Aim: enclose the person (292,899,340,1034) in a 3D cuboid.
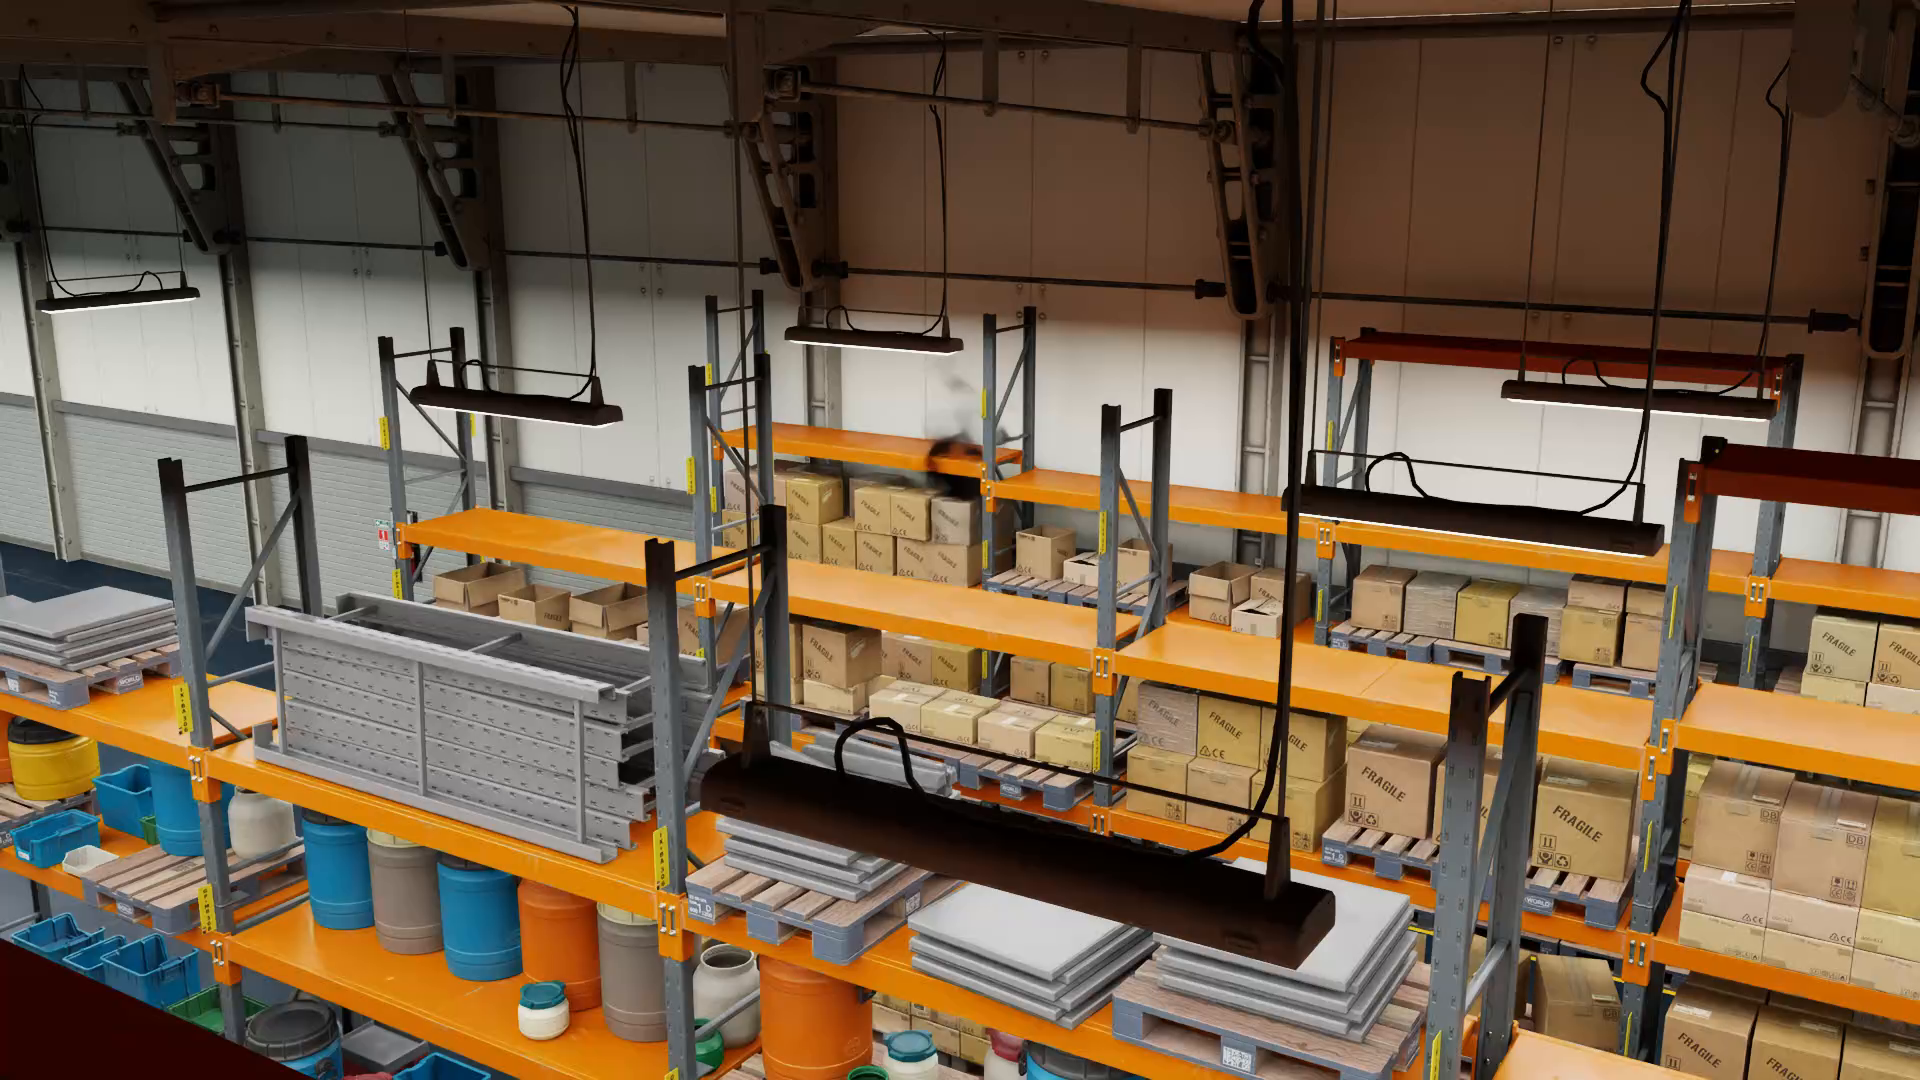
[{"bbox_3d":[-5.683,3.763,14.505,0.624,1.660,0.593,7,16,27],"label":"person"}]
